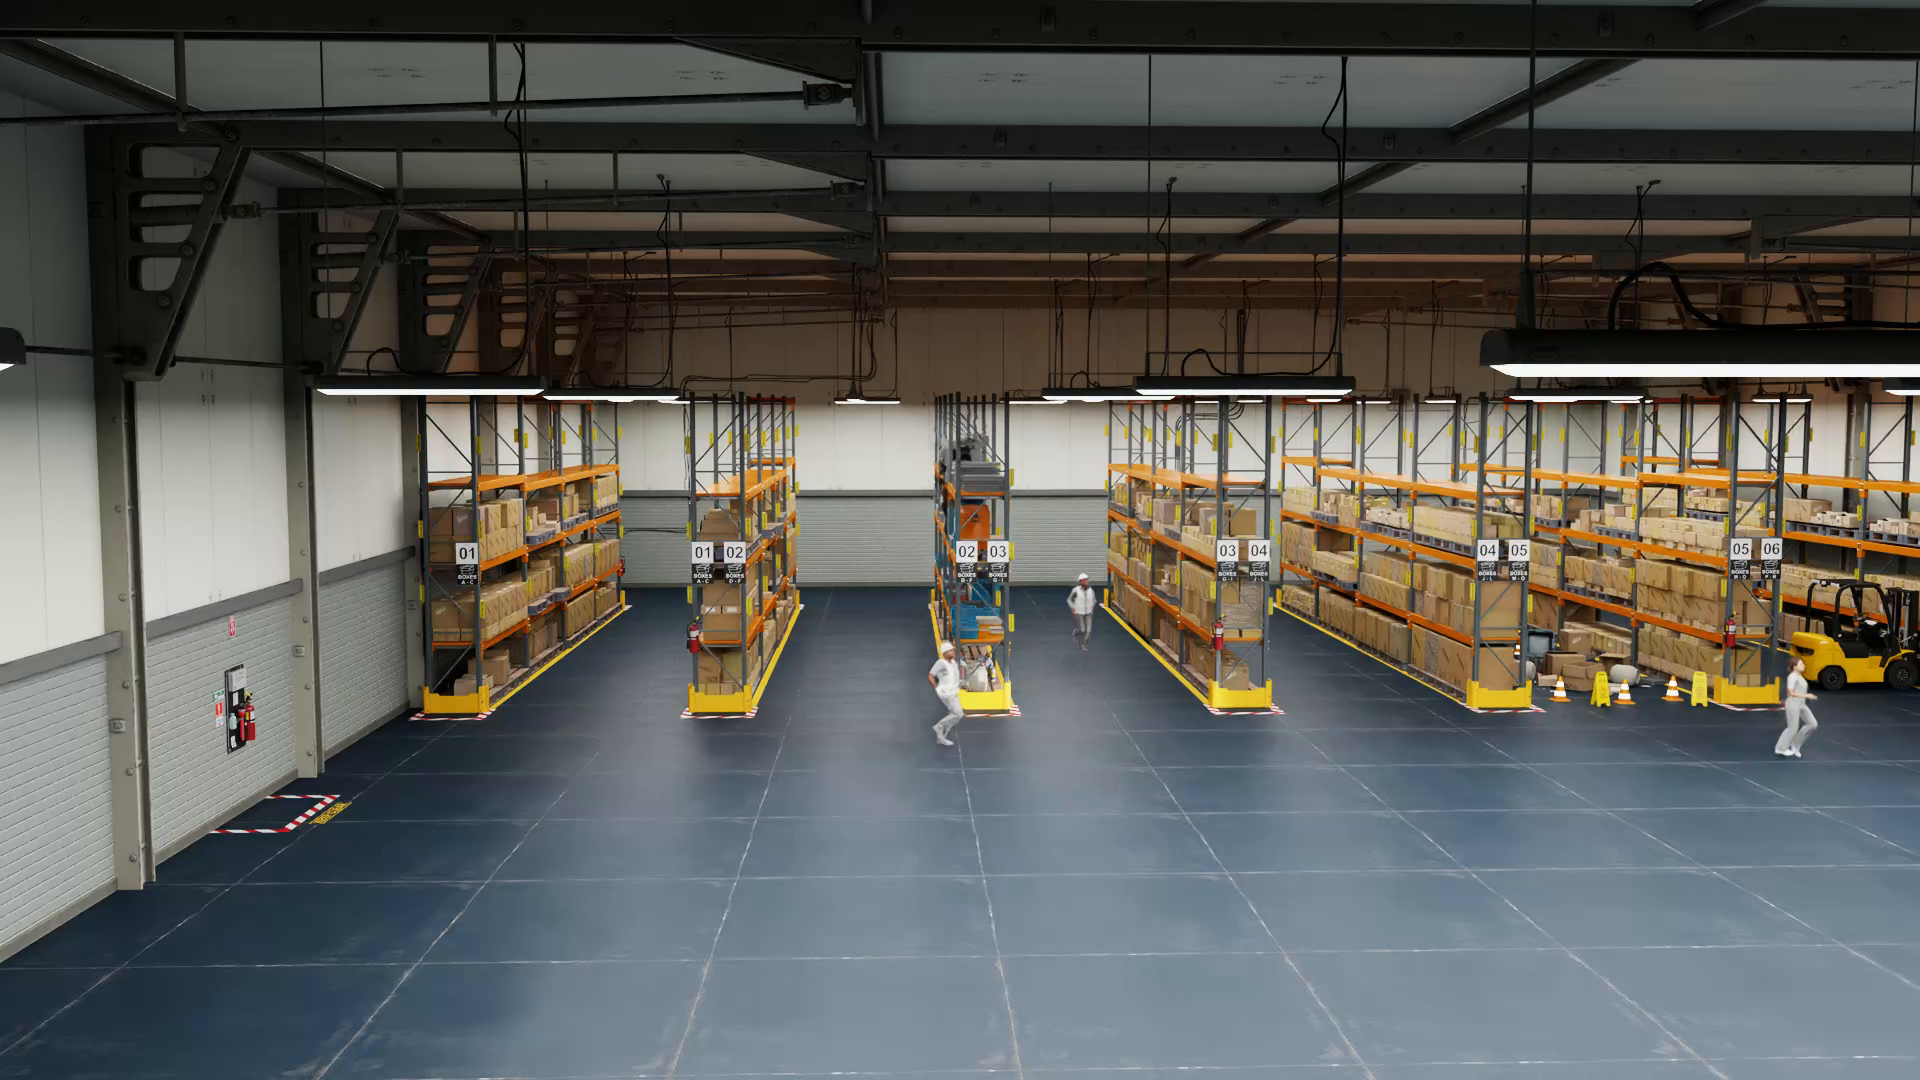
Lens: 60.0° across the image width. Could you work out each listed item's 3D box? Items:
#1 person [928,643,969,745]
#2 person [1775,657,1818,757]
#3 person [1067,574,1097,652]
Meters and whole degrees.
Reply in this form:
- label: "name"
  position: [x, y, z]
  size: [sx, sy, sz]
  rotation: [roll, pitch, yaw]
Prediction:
- label: "person"
  position: [-0.152, 2.602, 28.065]
  size: [0.597, 1.739, 0.679]
  rotation: [2, 5, 21]
- label: "person"
  position: [13.639, 2.736, 27.075]
  size: [0.540, 1.635, 0.655]
  rotation: [-4, 6, -43]
- label: "person"
  position: [2.736, 1.615, 36.925]
  size: [0.662, 1.729, 0.581]
  rotation: [-1, 5, -15]
